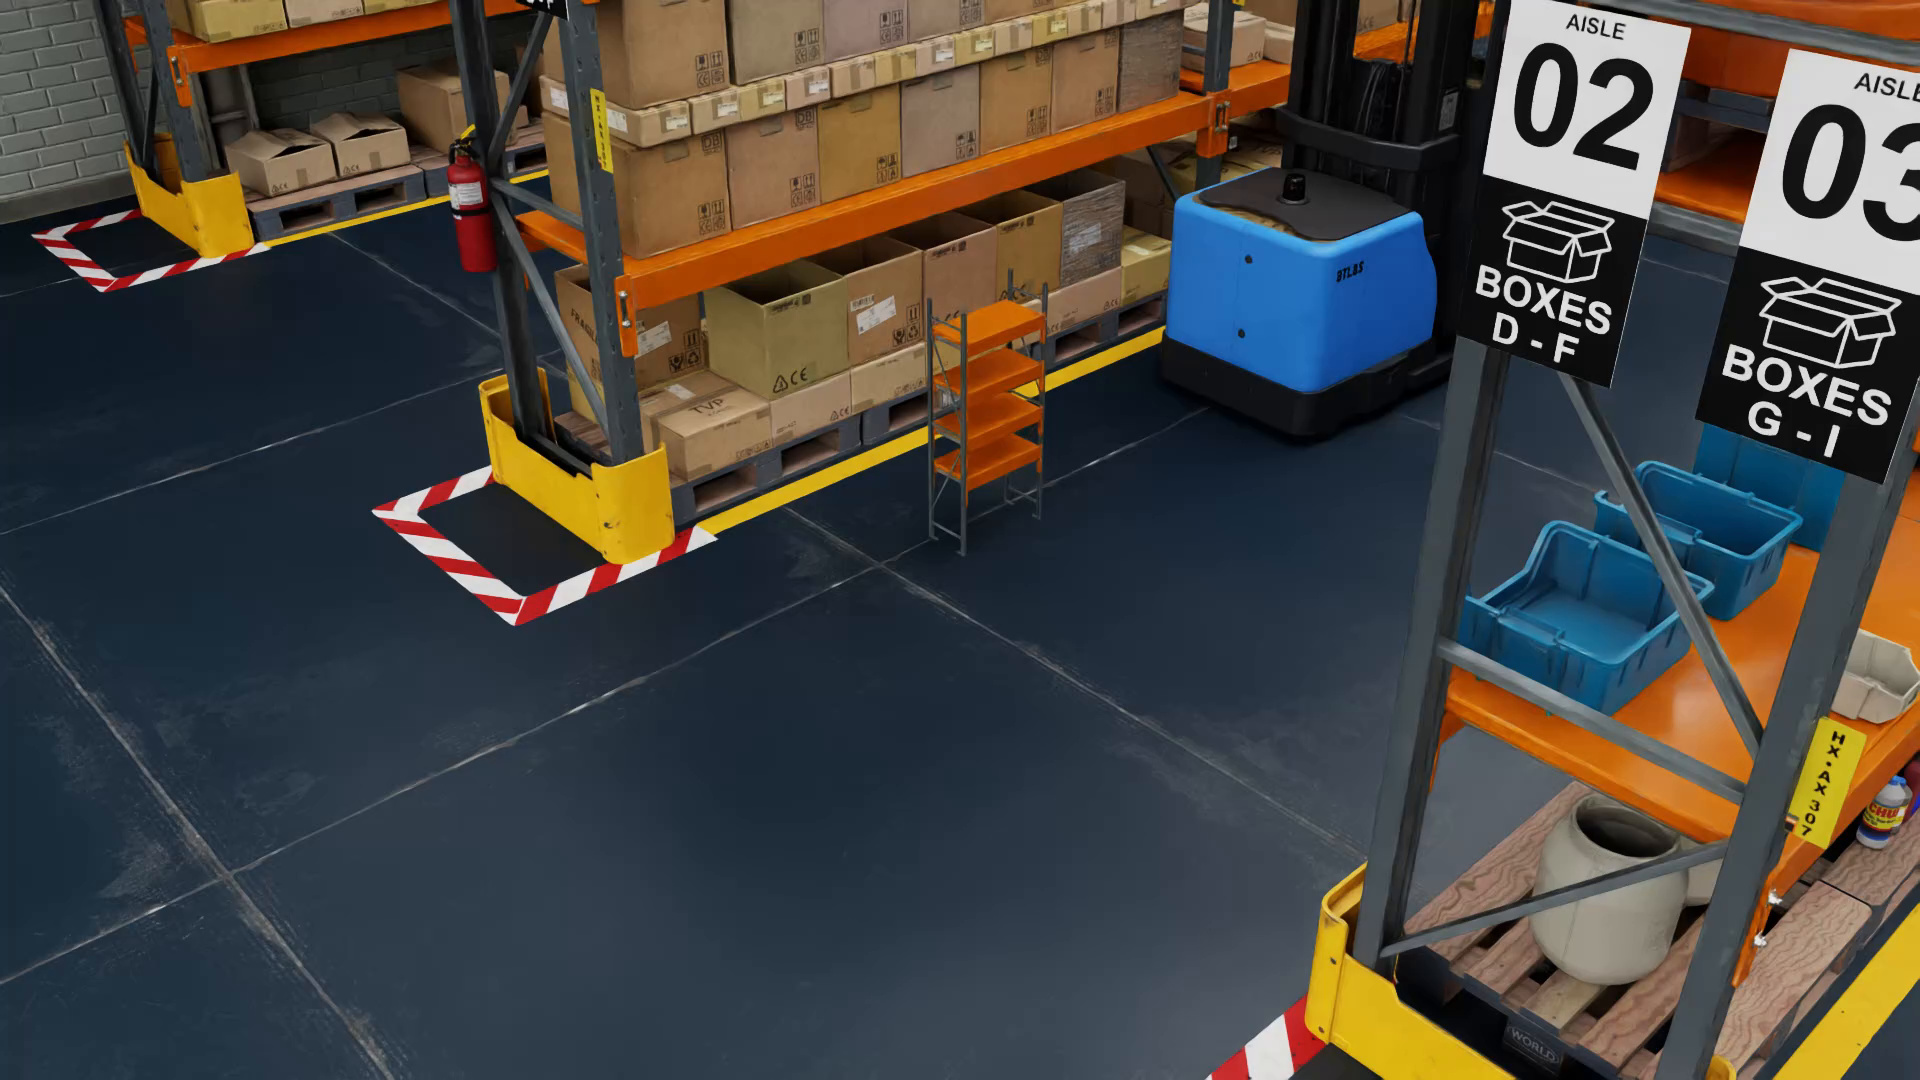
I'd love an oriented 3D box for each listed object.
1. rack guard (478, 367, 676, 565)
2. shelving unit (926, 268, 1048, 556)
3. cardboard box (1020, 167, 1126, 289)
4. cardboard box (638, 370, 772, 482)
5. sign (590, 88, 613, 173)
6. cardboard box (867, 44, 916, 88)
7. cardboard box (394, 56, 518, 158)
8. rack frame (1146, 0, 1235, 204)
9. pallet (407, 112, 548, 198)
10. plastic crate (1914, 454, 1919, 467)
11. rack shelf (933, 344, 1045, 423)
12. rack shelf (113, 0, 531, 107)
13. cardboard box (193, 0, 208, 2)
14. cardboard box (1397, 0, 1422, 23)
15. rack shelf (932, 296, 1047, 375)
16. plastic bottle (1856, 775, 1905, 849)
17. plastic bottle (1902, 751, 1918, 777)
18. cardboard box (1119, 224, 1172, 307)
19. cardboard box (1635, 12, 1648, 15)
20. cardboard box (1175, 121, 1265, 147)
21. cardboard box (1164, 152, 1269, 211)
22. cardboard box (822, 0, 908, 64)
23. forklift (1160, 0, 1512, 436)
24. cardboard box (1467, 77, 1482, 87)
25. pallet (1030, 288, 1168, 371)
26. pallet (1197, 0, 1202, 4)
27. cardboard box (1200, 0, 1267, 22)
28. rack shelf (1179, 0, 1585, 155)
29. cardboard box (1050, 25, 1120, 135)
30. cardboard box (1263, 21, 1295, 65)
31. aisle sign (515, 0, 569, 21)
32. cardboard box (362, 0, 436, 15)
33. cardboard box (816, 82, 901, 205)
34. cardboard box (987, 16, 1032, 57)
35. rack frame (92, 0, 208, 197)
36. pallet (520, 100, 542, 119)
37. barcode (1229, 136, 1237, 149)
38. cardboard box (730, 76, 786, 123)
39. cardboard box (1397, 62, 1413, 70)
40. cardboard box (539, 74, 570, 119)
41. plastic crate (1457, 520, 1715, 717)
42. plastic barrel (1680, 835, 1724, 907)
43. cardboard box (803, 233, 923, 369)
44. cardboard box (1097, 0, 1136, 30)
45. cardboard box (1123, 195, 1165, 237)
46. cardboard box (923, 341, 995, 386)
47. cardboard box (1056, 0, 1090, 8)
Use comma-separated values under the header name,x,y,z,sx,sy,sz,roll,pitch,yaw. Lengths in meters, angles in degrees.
name,x,y,z,sx,sy,sz,roll,pitch,yaw
rack guard,-1.821,-0.371,7.877,0.348,0.500,1.175,-26,40,-35
shelving unit,0.121,-0.571,7.533,0.503,1.200,0.258,-26,40,-35
cardboard box,0.563,-1.769,9.283,0.500,0.500,0.500,-26,40,-35
cardboard box,-1.259,-0.557,8.018,0.500,0.250,0.500,-26,40,-35
sign,-1.431,-1.634,6.641,0.005,0.325,0.100,-26,40,-35
cardboard box,-0.427,-2.279,7.885,0.250,0.149,0.380,-26,40,-36
cardboard box,-3.616,-3.115,11.943,0.700,0.500,0.500,26,40,36
rack frame,1.129,-2.864,9.559,0.127,3.000,1.000,-26,40,-35
pallet,-3.605,-2.882,12.260,1.213,0.211,1.003,-26,40,-35
plastic crate,3.307,-0.504,5.902,0.662,0.188,0.450,-26,40,-35
rack shelf,0.121,-0.704,7.451,0.480,0.148,0.258,-26,40,-35
rack shelf,-3.708,-3.742,11.683,4.000,0.370,1.077,-26,40,-35
cardboard box,-4.620,-3.658,10.263,0.500,0.500,0.500,-26,40,-35
cardboard box,2.843,-3.724,10.870,0.500,0.500,0.500,27,40,36
rack shelf,0.121,-0.906,7.328,0.480,0.148,0.258,-26,40,-35
plastic bottle,3.103,0.903,5.591,0.097,0.271,0.097,0,31,0
plastic bottle,3.354,0.781,5.790,0.097,0.271,0.097,0,31,0
cardboard box,0.938,-1.622,9.761,0.500,0.250,0.500,-26,40,-35
cardboard box,5.721,-4.007,13.403,0.500,0.500,0.500,-27,41,-37
cardboard box,1.609,-2.550,10.740,0.500,0.311,0.500,-25,39,-34
cardboard box,1.602,-2.161,10.104,0.500,0.311,0.500,-26,40,-35
cardboard box,-0.663,-2.589,7.769,0.500,0.500,0.700,-26,40,-35
forklift,2.529,-2.425,8.907,3.031,2.935,1.130,-25,39,-35
cardboard box,3.469,-3.062,11.577,0.500,0.311,0.500,-27,40,-36
pallet,0.518,-1.409,9.851,1.213,0.211,1.003,-26,40,-35
pallet,2.215,-5.669,16.818,1.213,0.211,1.003,-26,40,-35
cardboard box,1.649,-3.189,10.219,0.258,0.266,0.396,-27,40,-37
rack shelf,2.596,-3.267,10.907,4.000,0.370,1.077,-26,40,-35
cardboard box,0.426,-2.558,8.962,0.500,0.500,0.700,-26,40,-36
cardboard box,1.918,-2.993,10.011,0.250,0.149,0.380,-26,40,-35
aisle sign,-1.644,-2.414,6.331,0.004,0.787,0.394,-26,40,-35
cardboard box,-3.852,-3.703,11.056,0.500,0.250,0.500,-27,40,-36
cardboard box,-0.703,-2.011,8.067,0.500,0.500,0.700,-26,40,-35
cardboard box,0.143,-2.556,8.336,0.250,0.149,0.380,-25,39,-34
rack frame,-5.175,-3.339,10.335,0.127,3.000,1.000,-26,40,-35
pallet,-2.710,-3.317,12.972,1.213,0.211,1.003,-26,40,-35
barcode,1.599,-2.326,9.733,0.075,0.075,0.001,-26,40,-35
cardboard box,-0.994,-2.004,7.435,0.250,0.149,0.380,-26,40,-35
cardboard box,3.099,-3.266,11.911,0.500,0.311,0.500,-27,40,-37
cardboard box,-1.653,-1.973,7.384,0.250,0.149,0.380,-27,40,-36
plastic crate,1.725,0.222,4.654,0.616,0.251,0.499,-26,40,-35
plastic barrel,2.360,0.892,5.398,0.421,0.512,0.421,0,31,0
cardboard box,-0.536,-1.237,8.412,0.500,0.500,0.500,-26,40,-35
cardboard box,0.703,-2.825,8.776,0.250,0.149,0.380,-27,41,-37
cardboard box,1.236,-2.128,10.589,0.500,0.250,0.500,-26,40,-36
cardboard box,-0.158,-1.088,8.887,0.500,0.250,0.500,-26,40,-35
cardboard box,0.439,-3.121,8.639,0.500,0.500,0.700,-26,40,-36
